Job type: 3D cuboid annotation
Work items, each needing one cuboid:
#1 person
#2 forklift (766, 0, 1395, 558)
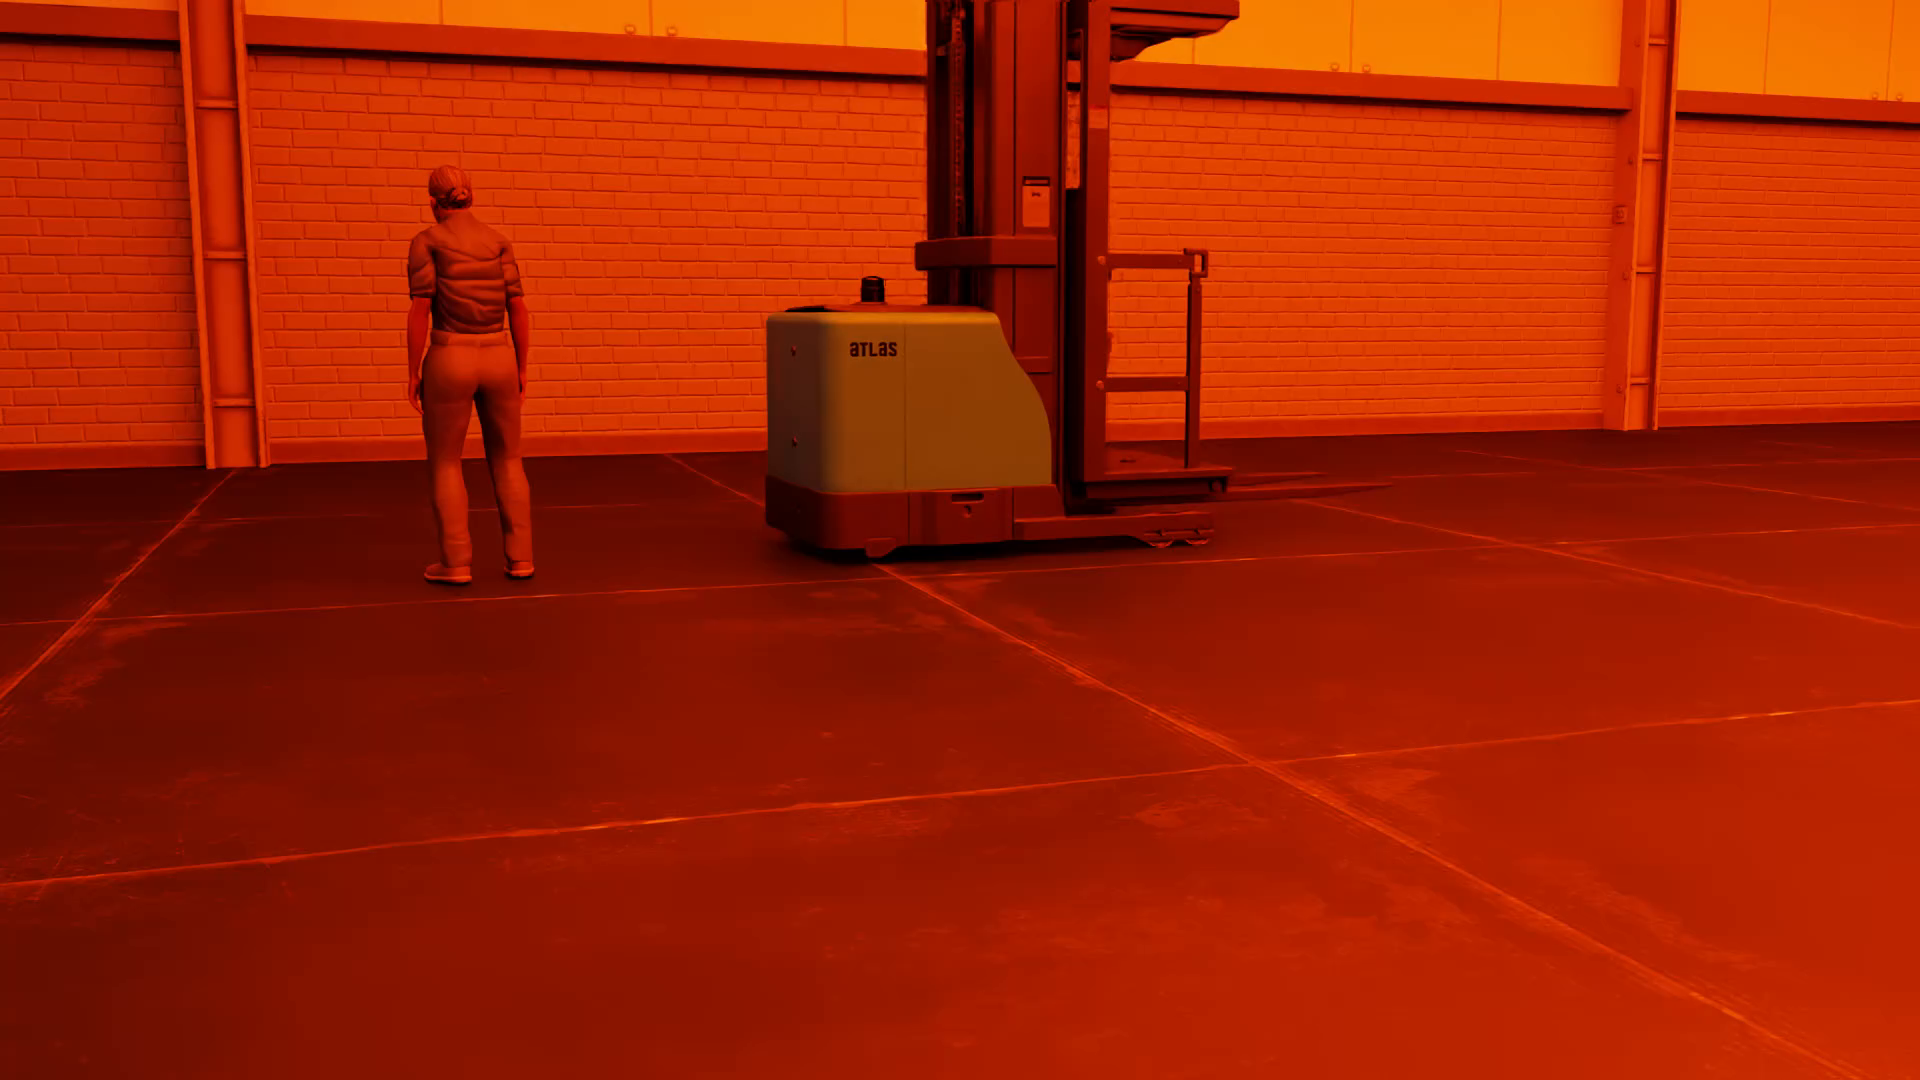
[{"bbox_3d":[-1.953,-0.659,6.642,0.520,1.653,0.349,-5,9,-35],"label":"person"},{"bbox_3d":[0.645,-1.476,7.899,3.031,2.935,1.130,-3,8,-21],"label":"forklift"}]
